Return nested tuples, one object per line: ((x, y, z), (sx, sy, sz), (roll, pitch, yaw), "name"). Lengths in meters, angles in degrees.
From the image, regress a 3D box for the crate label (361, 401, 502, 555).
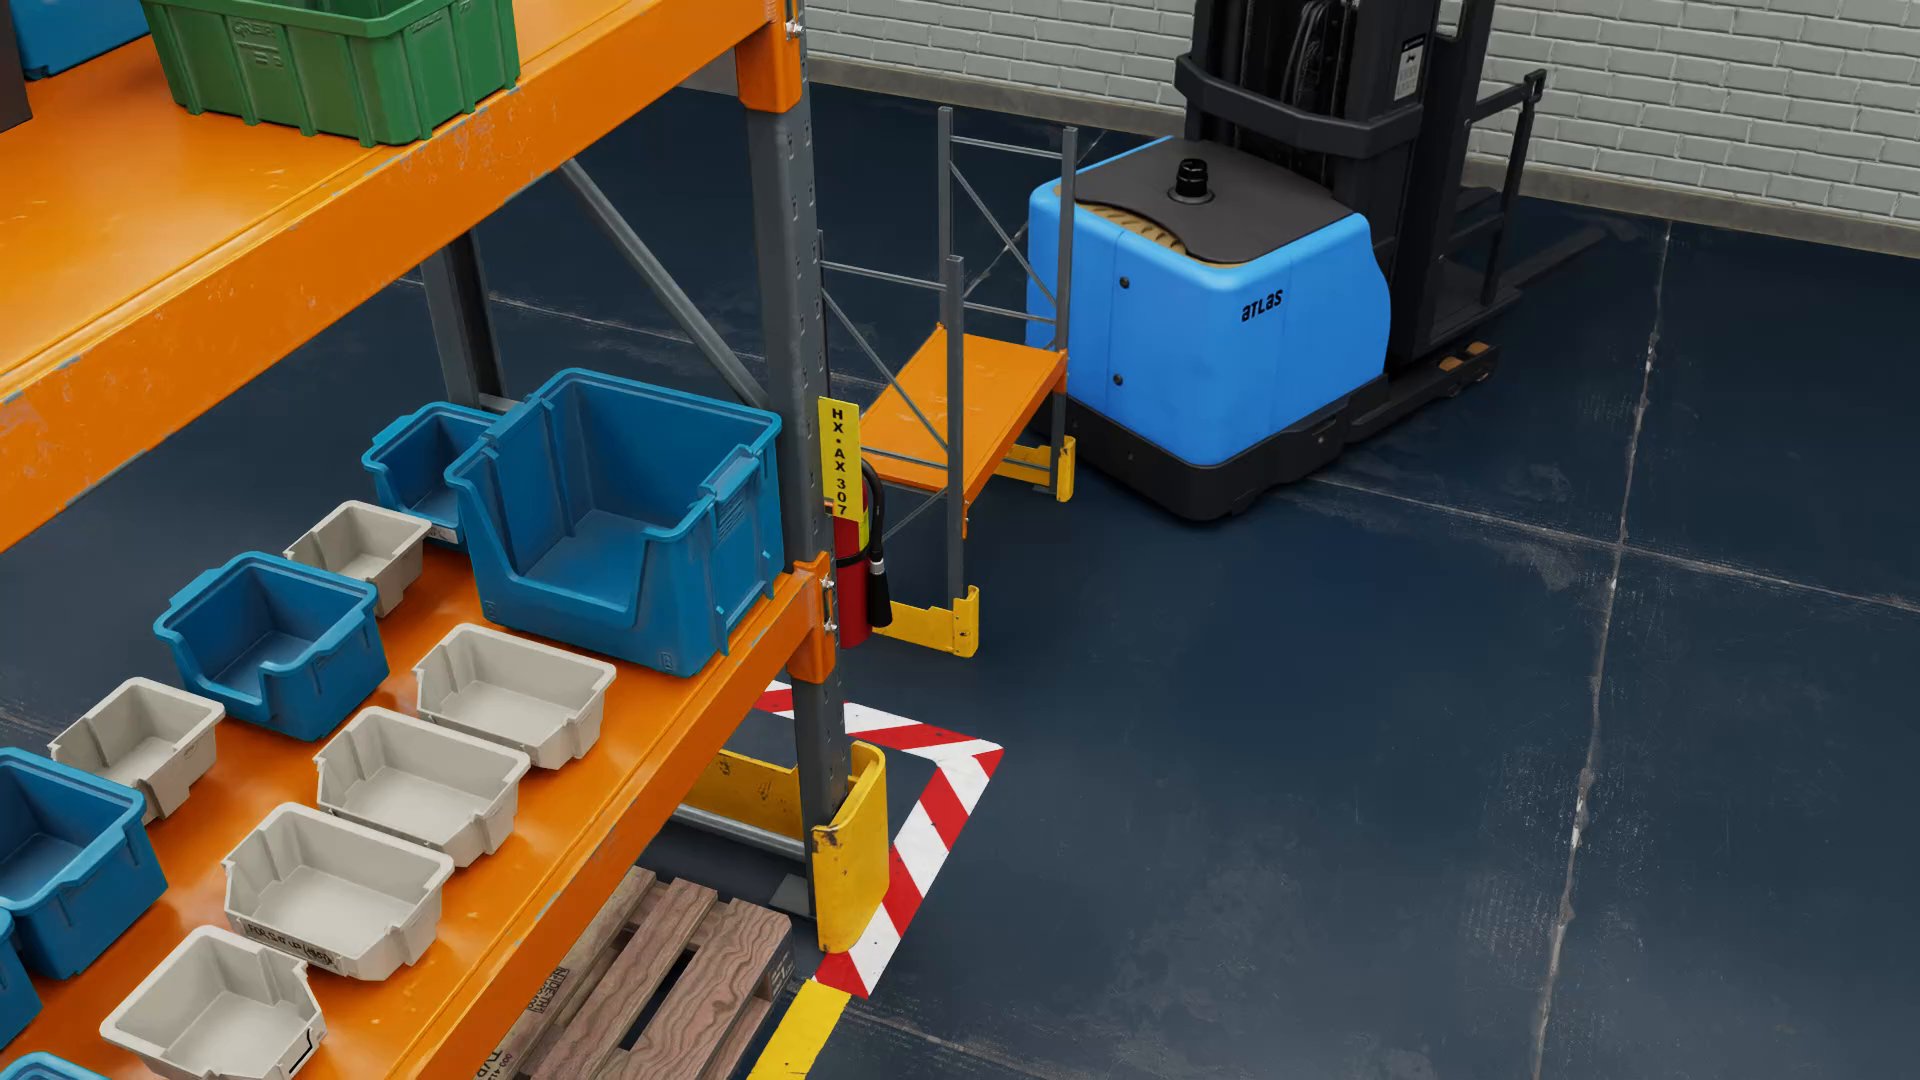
((-1.189, -0.130, 4.008), (0.416, 0.233, 0.303), (14, 39, 18), "crate label")

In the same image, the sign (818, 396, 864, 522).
((-0.275, -0.184, 3.854), (0.100, 0.325, 0.005), (14, 39, 18), "sign")

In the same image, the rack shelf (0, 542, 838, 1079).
((-1.551, 1.161, 2.792), (1.077, 0.370, 4.000), (14, 39, 18), "rack shelf")

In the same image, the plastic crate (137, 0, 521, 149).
((-0.901, -0.740, 2.406), (0.450, 0.188, 0.336), (14, 39, 18), "plastic crate")

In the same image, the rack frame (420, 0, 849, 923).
((-0.790, -0.235, 4.058), (1.000, 3.000, 0.127), (14, 39, 18), "rack frame")

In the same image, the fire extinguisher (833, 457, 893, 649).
((-0.313, -0.034, 4.166), (0.296, 0.674, 0.183), (14, 39, 18), "fire extinguisher")

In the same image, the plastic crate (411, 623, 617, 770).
((-0.933, 0.340, 3.460), (0.396, 0.136, 0.243), (14, 39, 18), "plastic crate")

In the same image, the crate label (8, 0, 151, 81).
((-1.440, -0.939, 2.620), (0.408, 0.251, 0.502), (14, 39, 18), "crate label")

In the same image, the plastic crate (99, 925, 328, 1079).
((-1.236, 0.825, 2.811), (0.298, 0.136, 0.250), (14, 39, 18), "plastic crate")

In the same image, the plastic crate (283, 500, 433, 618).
((-1.387, 0.067, 3.825), (0.250, 0.136, 0.298), (14, 39, 18), "plastic crate")

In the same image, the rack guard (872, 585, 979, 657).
((-0.219, 0.218, 5.750), (0.587, 0.250, 0.087), (14, 39, 18), "rack guard")

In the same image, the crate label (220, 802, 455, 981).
((-1.140, 0.657, 3.036), (0.396, 0.136, 0.243), (14, 39, 18), "crate label")

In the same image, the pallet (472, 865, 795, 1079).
((-1.140, 1.330, 4.294), (1.003, 0.211, 1.213), (14, 39, 18), "pallet")

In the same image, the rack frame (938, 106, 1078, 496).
((0.161, -0.835, 6.114), (0.500, 1.500, 0.032), (14, 39, 18), "rack frame")

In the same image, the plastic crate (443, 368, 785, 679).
((-0.745, -0.045, 3.725), (0.616, 0.435, 0.499), (14, 39, 18), "plastic crate")

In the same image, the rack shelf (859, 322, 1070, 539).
((-0.032, -0.409, 5.845), (0.538, 0.185, 1.000), (14, 39, 18), "rack shelf")

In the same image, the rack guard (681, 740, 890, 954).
((-0.793, 0.750, 4.829), (1.175, 0.500, 0.348), (14, 39, 18), "rack guard")

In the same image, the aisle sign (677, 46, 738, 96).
((-0.492, -1.249, 3.244), (0.394, 0.787, 0.004), (14, 39, 18), "aisle sign")

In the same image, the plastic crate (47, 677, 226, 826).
((-1.645, 0.443, 3.322), (0.250, 0.136, 0.298), (14, 39, 18), "plastic crate")

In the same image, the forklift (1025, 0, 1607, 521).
((1.685, -1.995, 6.471), (3.031, 2.935, 1.130), (-28, 45, -32), "forklift")

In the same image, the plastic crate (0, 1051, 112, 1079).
((-1.335, 1.004, 2.491), (0.416, 0.233, 0.300), (14, 39, 18), "plastic crate")

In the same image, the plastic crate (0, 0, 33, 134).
((-1.626, -0.628, 2.131), (0.504, 0.338, 0.767), (14, 39, 18), "plastic crate")

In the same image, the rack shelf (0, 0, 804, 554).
((-1.551, -0.041, 1.894), (1.077, 0.370, 4.000), (14, 39, 18), "rack shelf")

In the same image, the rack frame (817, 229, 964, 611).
((-0.226, -0.272, 5.361), (0.500, 1.500, 0.032), (14, 39, 18), "rack frame")

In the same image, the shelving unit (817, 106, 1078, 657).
((-0.029, -0.559, 5.745), (0.587, 1.500, 1.083), (14, 39, 18), "shelving unit")

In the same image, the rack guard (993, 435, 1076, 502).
((0.160, -0.334, 6.488), (0.587, 0.250, 0.087), (14, 39, 18), "rack guard")

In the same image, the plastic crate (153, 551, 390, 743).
((-1.439, 0.235, 3.520), (0.416, 0.233, 0.300), (14, 39, 18), "plastic crate")

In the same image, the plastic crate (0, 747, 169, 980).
((-1.690, 0.599, 3.033), (0.416, 0.233, 0.300), (14, 39, 18), "plastic crate")

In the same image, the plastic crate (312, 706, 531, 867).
((-1.057, 0.497, 3.250), (0.396, 0.136, 0.243), (14, 39, 18), "plastic crate")

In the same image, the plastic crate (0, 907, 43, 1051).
((-1.804, 0.765, 2.810), (0.416, 0.233, 0.300), (14, 39, 18), "plastic crate")
